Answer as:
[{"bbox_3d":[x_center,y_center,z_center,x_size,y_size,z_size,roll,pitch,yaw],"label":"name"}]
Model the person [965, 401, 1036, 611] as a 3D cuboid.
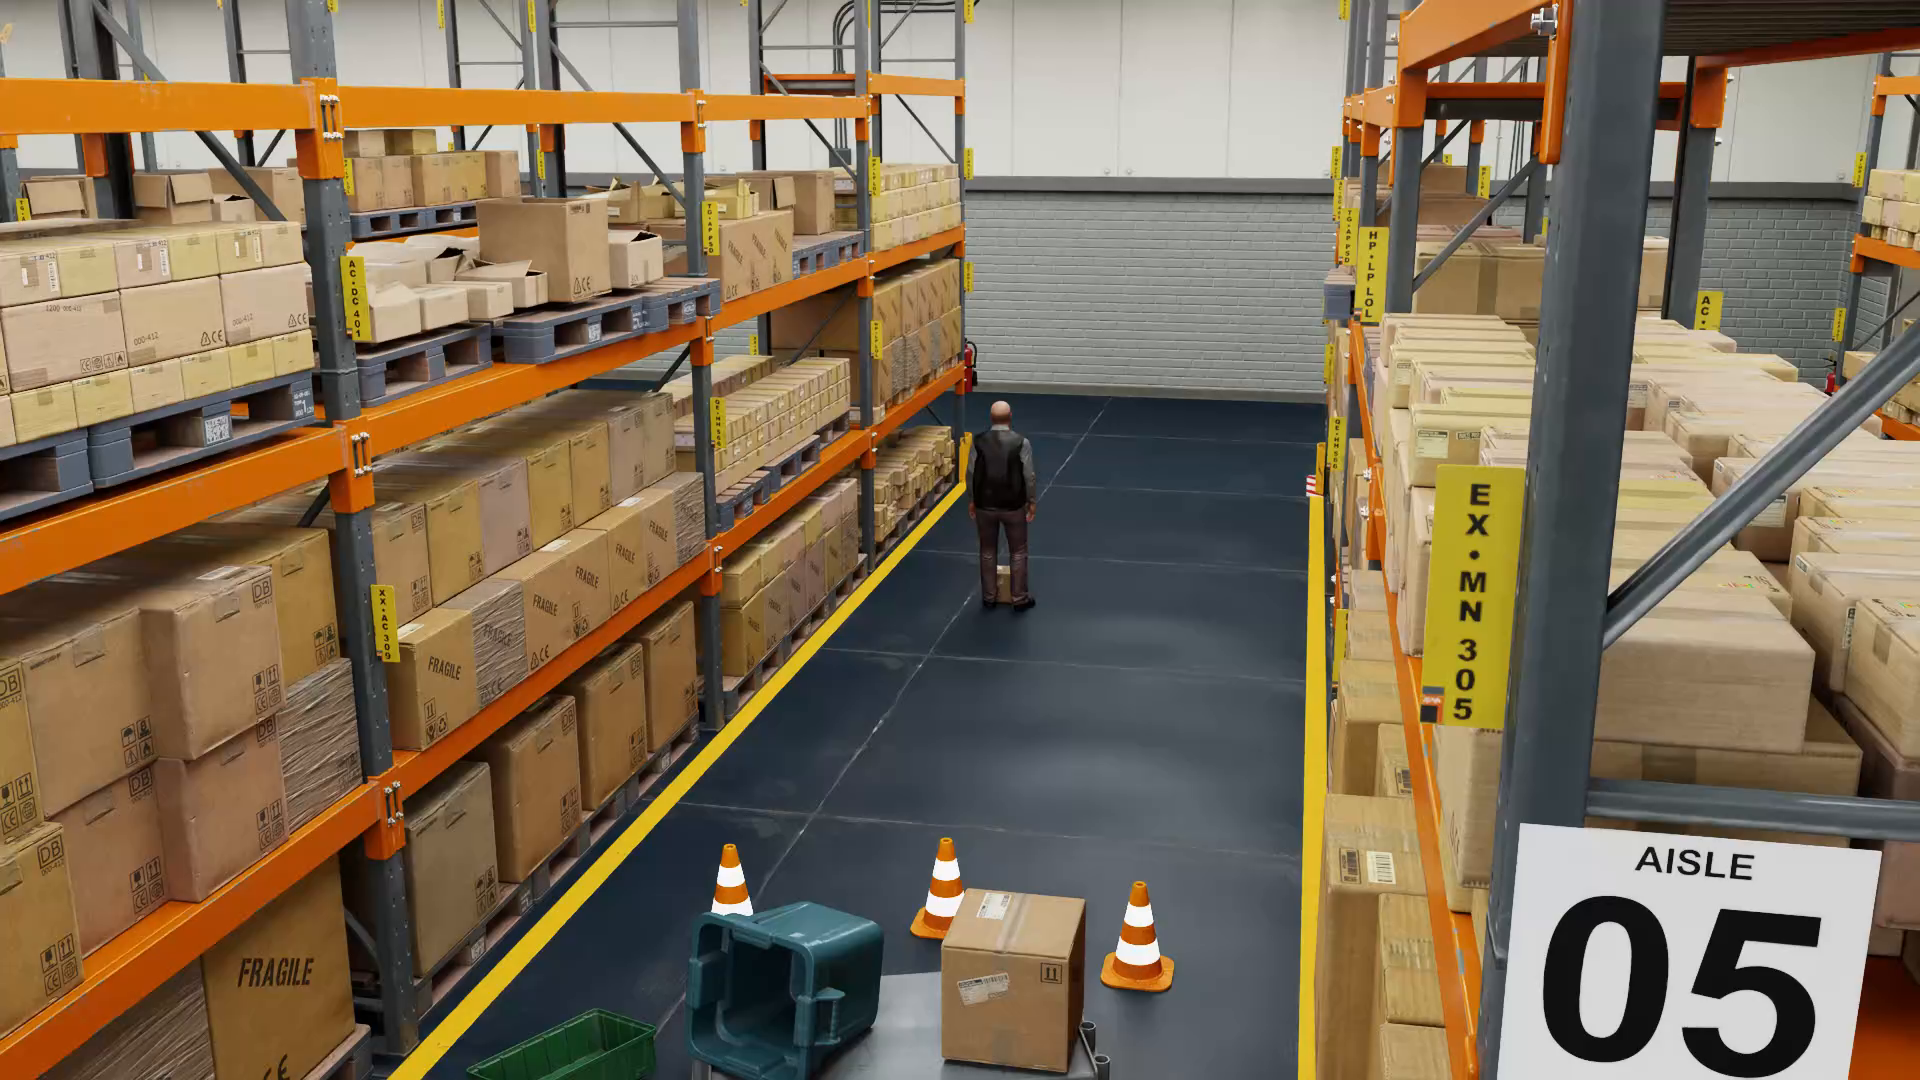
[{"bbox_3d":[0.345,-0.282,13.649,0.572,1.719,0.412,3,15,11],"label":"person"}]
